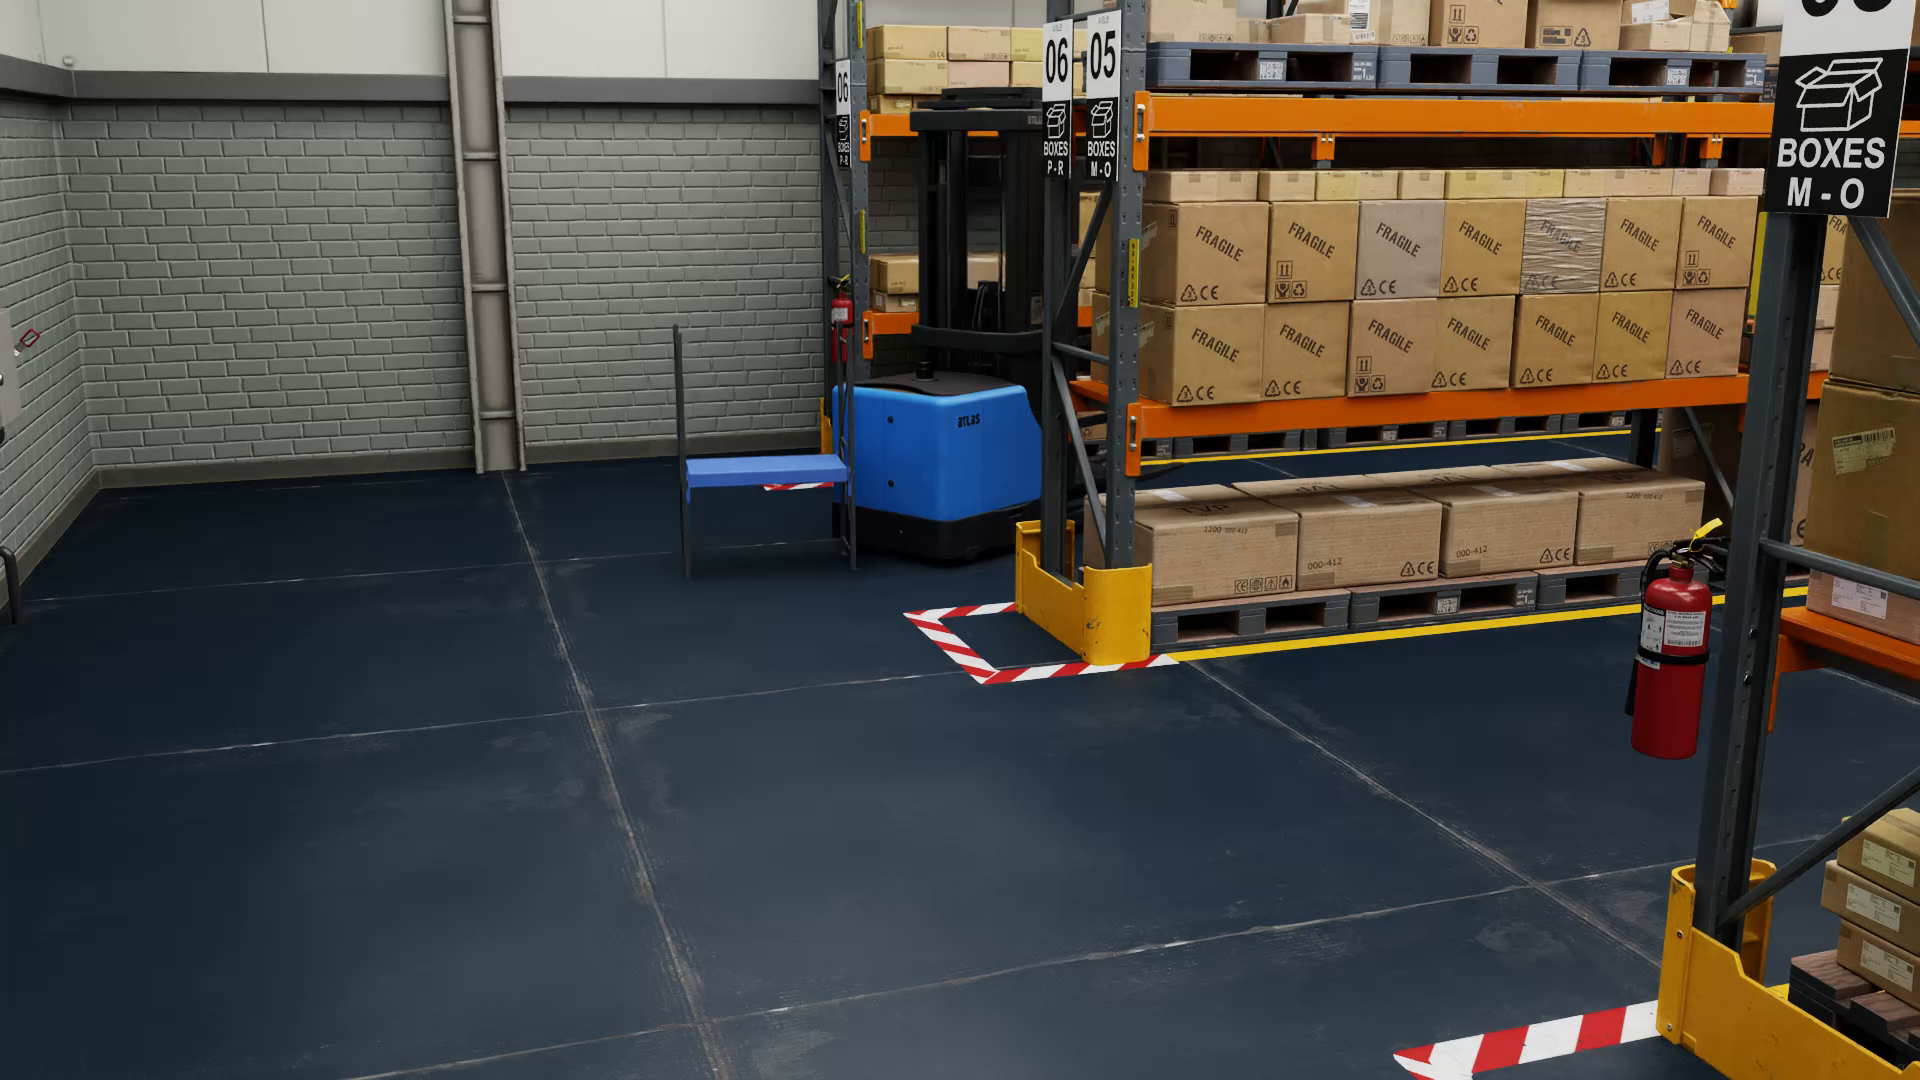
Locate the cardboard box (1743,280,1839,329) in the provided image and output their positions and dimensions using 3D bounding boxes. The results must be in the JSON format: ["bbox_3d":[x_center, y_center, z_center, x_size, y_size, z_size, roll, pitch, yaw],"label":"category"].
[{"bbox_3d":[4.967,-1.394,9.765,0.500,0.250,0.500,-5,14,-20],"label":"cardboard box"}]

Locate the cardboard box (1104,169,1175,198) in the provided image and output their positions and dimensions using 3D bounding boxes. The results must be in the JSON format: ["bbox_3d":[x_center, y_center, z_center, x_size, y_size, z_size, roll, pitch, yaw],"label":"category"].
[{"bbox_3d":[0.946,-1.879,8.781,0.250,0.149,0.380,-4,14,-17],"label":"cardboard box"}]

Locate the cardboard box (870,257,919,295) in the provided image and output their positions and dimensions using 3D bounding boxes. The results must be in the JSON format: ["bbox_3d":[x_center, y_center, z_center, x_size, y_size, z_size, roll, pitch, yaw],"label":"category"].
[{"bbox_3d":[-0.401,-2.092,13.139,0.500,0.250,0.500,-4,14,-18],"label":"cardboard box"}]

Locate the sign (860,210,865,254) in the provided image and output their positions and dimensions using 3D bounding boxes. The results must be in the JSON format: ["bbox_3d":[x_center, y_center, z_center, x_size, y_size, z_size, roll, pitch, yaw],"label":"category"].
[{"bbox_3d":[-0.744,-2.348,12.663,0.005,0.325,0.100,-4,14,-18],"label":"sign"}]

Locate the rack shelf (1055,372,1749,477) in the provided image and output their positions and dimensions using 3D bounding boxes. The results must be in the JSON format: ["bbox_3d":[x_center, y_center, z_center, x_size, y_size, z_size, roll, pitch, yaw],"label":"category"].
[{"bbox_3d":[2.565,-0.756,9.392,4.000,0.370,1.077,-4,14,-18],"label":"rack shelf"}]

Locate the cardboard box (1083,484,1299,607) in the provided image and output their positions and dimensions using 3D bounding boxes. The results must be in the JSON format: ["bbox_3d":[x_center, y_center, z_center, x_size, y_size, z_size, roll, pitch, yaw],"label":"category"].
[{"bbox_3d":[1.263,0.014,9.233,0.875,0.438,0.875,-5,14,-20],"label":"cardboard box"}]

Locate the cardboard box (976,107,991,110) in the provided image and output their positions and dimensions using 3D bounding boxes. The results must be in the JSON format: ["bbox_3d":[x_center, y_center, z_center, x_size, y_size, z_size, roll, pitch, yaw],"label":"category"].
[{"bbox_3d":[0.217,-3.392,12.982,0.250,0.149,0.380,-4,14,-17],"label":"cardboard box"}]

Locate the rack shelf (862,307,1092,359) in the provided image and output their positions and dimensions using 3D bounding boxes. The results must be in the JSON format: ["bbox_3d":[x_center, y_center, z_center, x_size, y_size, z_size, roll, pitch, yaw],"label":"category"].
[{"bbox_3d":[0.978,-1.844,13.967,4.000,0.370,1.077,-4,14,-18],"label":"rack shelf"}]

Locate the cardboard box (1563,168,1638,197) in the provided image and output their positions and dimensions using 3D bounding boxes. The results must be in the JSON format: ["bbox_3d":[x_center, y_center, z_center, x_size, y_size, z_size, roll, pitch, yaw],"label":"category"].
[{"bbox_3d":[3.512,-1.977,9.192,0.250,0.149,0.380,-5,14,-19],"label":"cardboard box"}]

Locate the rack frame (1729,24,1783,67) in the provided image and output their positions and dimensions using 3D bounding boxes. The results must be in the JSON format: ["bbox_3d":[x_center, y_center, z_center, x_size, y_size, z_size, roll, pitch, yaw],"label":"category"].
[{"bbox_3d":[4.460,-4.172,9.235,0.127,3.000,1.000,-4,14,-18],"label":"rack frame"}]

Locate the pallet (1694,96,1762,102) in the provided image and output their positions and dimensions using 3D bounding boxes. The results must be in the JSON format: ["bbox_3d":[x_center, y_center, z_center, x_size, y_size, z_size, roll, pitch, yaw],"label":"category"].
[{"bbox_3d":[7.280,-4.074,15.713,1.003,0.211,1.213,-4,14,-15],"label":"pallet"}]

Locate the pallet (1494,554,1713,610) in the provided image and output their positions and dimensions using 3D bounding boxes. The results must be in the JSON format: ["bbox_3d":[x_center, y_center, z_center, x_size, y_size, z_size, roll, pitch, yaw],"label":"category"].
[{"bbox_3d":[3.715,0.142,10.088,1.213,0.211,1.003,-4,14,-18],"label":"pallet"}]

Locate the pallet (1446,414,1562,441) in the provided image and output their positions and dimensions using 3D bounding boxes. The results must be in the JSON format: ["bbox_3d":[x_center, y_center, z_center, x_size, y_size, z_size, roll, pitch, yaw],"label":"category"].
[{"bbox_3d":[4.791,-1.144,15.497,1.213,0.211,1.003,-4,14,-18],"label":"pallet"}]

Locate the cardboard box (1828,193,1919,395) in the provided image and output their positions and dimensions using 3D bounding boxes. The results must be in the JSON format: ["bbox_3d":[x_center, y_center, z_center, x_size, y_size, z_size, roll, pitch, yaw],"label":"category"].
[{"bbox_3d":[2.698,-0.648,4.365,0.500,0.500,0.500,-5,14,-19],"label":"cardboard box"}]

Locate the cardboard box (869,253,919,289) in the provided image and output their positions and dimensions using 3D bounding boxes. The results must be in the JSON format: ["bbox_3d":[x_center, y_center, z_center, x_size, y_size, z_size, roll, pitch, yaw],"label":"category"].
[{"bbox_3d":[-0.566,-2.210,13.634,0.500,0.250,0.500,-4,14,-16],"label":"cardboard box"}]

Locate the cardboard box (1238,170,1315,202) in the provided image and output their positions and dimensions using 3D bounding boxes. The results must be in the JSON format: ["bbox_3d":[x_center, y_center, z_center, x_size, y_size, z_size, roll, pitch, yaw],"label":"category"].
[{"bbox_3d":[1.603,-1.803,8.462,0.250,0.149,0.380,-4,14,-16],"label":"cardboard box"}]

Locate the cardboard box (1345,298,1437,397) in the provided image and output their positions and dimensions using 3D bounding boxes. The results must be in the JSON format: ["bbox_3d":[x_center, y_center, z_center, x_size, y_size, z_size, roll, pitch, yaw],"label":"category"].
[{"bbox_3d":[2.174,-1.056,8.884,0.500,0.500,0.500,-5,14,-18],"label":"cardboard box"}]

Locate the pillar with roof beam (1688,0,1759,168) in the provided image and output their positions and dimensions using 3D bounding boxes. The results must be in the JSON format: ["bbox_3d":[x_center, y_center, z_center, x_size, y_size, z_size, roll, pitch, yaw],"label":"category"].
[{"bbox_3d":[8.986,-4.905,12.318,0.400,9.000,9.100,-4,14,-18],"label":"pillar with roof beam"}]

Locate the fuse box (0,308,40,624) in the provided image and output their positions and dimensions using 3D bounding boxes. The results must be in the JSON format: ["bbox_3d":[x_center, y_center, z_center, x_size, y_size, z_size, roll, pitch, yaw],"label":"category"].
[{"bbox_3d":[-5.199,-0.381,9.048,0.414,1.711,0.539,-4,14,-18],"label":"fuse box"}]

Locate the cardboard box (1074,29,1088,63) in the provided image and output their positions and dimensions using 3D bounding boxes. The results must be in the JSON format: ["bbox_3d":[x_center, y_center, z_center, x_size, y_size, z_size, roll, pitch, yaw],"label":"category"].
[{"bbox_3d":[1.023,-3.912,13.224,0.500,0.250,0.500,-4,14,-17],"label":"cardboard box"}]

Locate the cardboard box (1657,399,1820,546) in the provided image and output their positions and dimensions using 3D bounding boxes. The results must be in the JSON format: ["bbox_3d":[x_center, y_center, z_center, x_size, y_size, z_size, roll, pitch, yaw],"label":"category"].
[{"bbox_3d":[5.023,-0.487,10.392,0.875,0.875,0.875,-4,14,-16],"label":"cardboard box"}]

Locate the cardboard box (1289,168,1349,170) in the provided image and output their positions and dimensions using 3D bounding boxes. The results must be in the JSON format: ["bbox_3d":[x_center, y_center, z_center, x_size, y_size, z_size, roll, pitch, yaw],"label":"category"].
[{"bbox_3d":[1.919,-1.954,9.096,0.250,0.149,0.380,-5,14,-19],"label":"cardboard box"}]

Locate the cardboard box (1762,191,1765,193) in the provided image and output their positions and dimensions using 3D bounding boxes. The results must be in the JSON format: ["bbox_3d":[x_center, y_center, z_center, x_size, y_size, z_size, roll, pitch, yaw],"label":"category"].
[{"bbox_3d":[4.804,-1.876,10.172,0.500,0.500,0.500,-4,14,-16],"label":"cardboard box"}]

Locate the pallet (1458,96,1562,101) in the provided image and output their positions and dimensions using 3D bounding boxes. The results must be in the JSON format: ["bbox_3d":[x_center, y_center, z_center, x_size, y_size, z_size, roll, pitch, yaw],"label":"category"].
[{"bbox_3d":[4.496,-3.819,14.641,1.003,0.211,1.213,-4,14,-18],"label":"pallet"}]

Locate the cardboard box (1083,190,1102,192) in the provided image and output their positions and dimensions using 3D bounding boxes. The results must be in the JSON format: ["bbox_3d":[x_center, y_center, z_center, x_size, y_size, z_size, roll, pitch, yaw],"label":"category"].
[{"bbox_3d":[1.378,-2.726,14.184,0.500,0.500,0.500,-5,14,-20],"label":"cardboard box"}]

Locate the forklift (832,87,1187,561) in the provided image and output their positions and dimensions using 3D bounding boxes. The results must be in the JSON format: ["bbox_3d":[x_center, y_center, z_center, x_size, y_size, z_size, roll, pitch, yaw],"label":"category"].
[{"bbox_3d":[0.492,-1.573,11.421,1.130,2.935,3.031,11,17,39],"label":"forklift"}]

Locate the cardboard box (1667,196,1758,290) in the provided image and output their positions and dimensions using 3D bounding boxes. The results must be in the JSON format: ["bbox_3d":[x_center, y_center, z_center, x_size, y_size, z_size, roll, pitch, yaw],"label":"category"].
[{"bbox_3d":[4.101,-1.693,9.401,0.500,0.500,0.500,-5,14,-19],"label":"cardboard box"}]

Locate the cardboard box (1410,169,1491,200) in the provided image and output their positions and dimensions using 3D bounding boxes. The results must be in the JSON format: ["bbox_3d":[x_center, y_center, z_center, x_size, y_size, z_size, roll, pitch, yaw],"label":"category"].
[{"bbox_3d":[2.577,-1.879,8.783,0.250,0.149,0.380,-5,14,-19],"label":"cardboard box"}]

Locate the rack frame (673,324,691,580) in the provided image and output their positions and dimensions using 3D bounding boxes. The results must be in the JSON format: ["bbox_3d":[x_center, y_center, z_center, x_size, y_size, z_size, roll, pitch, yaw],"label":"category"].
[{"bbox_3d":[-1.706,-0.545,10.195,0.032,1.500,0.500,-3,14,-11],"label":"rack frame"}]

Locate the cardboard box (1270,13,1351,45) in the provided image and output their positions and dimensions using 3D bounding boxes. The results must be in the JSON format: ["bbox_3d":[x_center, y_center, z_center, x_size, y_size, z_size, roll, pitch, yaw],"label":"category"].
[{"bbox_3d":[1.774,-2.578,8.435,0.250,0.149,0.380,-4,14,-16],"label":"cardboard box"}]

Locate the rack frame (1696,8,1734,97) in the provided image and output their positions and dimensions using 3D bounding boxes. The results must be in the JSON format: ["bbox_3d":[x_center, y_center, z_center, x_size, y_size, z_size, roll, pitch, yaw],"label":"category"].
[{"bbox_3d":[6.665,-5.555,15.051,0.127,3.000,1.000,-4,14,-18],"label":"rack frame"}]

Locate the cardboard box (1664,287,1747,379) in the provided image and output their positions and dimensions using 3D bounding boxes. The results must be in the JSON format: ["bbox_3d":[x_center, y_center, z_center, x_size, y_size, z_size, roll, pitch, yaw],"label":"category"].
[{"bbox_3d":[4.102,-1.211,9.538,0.500,0.500,0.500,-4,14,-18],"label":"cardboard box"}]

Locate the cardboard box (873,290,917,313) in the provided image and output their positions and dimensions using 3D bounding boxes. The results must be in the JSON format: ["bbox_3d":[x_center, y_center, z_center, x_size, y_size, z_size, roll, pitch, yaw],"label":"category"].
[{"bbox_3d":[-0.518,-1.888,13.142,0.250,0.149,0.380,-5,14,-18],"label":"cardboard box"}]

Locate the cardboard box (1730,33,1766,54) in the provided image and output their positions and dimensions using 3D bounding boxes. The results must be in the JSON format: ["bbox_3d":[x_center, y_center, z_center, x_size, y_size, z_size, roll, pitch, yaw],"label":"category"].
[{"bbox_3d":[7.429,-4.398,15.327,0.500,0.500,0.500,-4,14,-18],"label":"cardboard box"}]

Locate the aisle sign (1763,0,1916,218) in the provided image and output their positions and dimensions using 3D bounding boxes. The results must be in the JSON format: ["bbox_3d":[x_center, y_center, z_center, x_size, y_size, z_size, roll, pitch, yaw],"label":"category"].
[{"bbox_3d":[2.179,-1.205,4.108,0.004,0.787,0.394,-4,14,-18],"label":"aisle sign"}]

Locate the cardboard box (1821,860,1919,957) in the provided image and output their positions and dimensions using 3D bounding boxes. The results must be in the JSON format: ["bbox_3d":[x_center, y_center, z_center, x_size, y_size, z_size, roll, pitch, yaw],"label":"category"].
[{"bbox_3d":[2.753,1.057,4.829,0.250,0.149,0.380,-5,14,-20],"label":"cardboard box"}]

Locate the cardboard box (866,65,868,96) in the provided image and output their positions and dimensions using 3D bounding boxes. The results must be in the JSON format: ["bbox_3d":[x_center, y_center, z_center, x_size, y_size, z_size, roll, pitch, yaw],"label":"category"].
[{"bbox_3d":[-0.582,-3.670,13.288,0.500,0.250,0.500,-5,14,-19],"label":"cardboard box"}]

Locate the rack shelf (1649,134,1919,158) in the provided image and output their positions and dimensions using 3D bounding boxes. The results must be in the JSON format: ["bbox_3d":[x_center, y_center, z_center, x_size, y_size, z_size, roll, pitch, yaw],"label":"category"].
[{"bbox_3d":[8.561,-3.894,16.102,4.000,0.370,1.077,-4,14,-18],"label":"rack shelf"}]

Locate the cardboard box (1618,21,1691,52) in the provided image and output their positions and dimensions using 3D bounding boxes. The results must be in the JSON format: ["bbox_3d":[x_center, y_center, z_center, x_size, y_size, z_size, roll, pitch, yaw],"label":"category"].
[{"bbox_3d":[3.707,-2.706,8.975,0.250,0.149,0.380,-4,14,-17],"label":"cardboard box"}]

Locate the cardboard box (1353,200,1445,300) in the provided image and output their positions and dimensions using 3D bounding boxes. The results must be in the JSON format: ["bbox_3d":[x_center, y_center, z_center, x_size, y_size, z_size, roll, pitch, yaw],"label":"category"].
[{"bbox_3d":[2.188,-1.545,8.780,0.500,0.500,0.500,-5,14,-18],"label":"cardboard box"}]

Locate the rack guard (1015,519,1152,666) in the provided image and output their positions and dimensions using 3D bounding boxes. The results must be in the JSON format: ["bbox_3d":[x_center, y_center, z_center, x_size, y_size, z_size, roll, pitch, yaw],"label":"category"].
[{"bbox_3d":[0.647,0.260,8.970,0.348,0.500,1.175,-4,14,-18],"label":"rack guard"}]

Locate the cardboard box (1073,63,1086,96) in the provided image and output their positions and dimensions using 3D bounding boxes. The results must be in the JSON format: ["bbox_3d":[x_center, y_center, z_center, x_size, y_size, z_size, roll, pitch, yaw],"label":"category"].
[{"bbox_3d":[1.038,-3.670,13.291,0.500,0.250,0.500,-5,14,-19],"label":"cardboard box"}]

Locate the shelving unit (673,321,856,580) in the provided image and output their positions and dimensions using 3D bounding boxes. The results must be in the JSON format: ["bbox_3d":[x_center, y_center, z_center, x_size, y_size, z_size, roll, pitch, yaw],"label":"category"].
[{"bbox_3d":[-1.208,-0.569,10.295,1.048,1.500,0.538,-3,14,-11],"label":"shelving unit"}]
